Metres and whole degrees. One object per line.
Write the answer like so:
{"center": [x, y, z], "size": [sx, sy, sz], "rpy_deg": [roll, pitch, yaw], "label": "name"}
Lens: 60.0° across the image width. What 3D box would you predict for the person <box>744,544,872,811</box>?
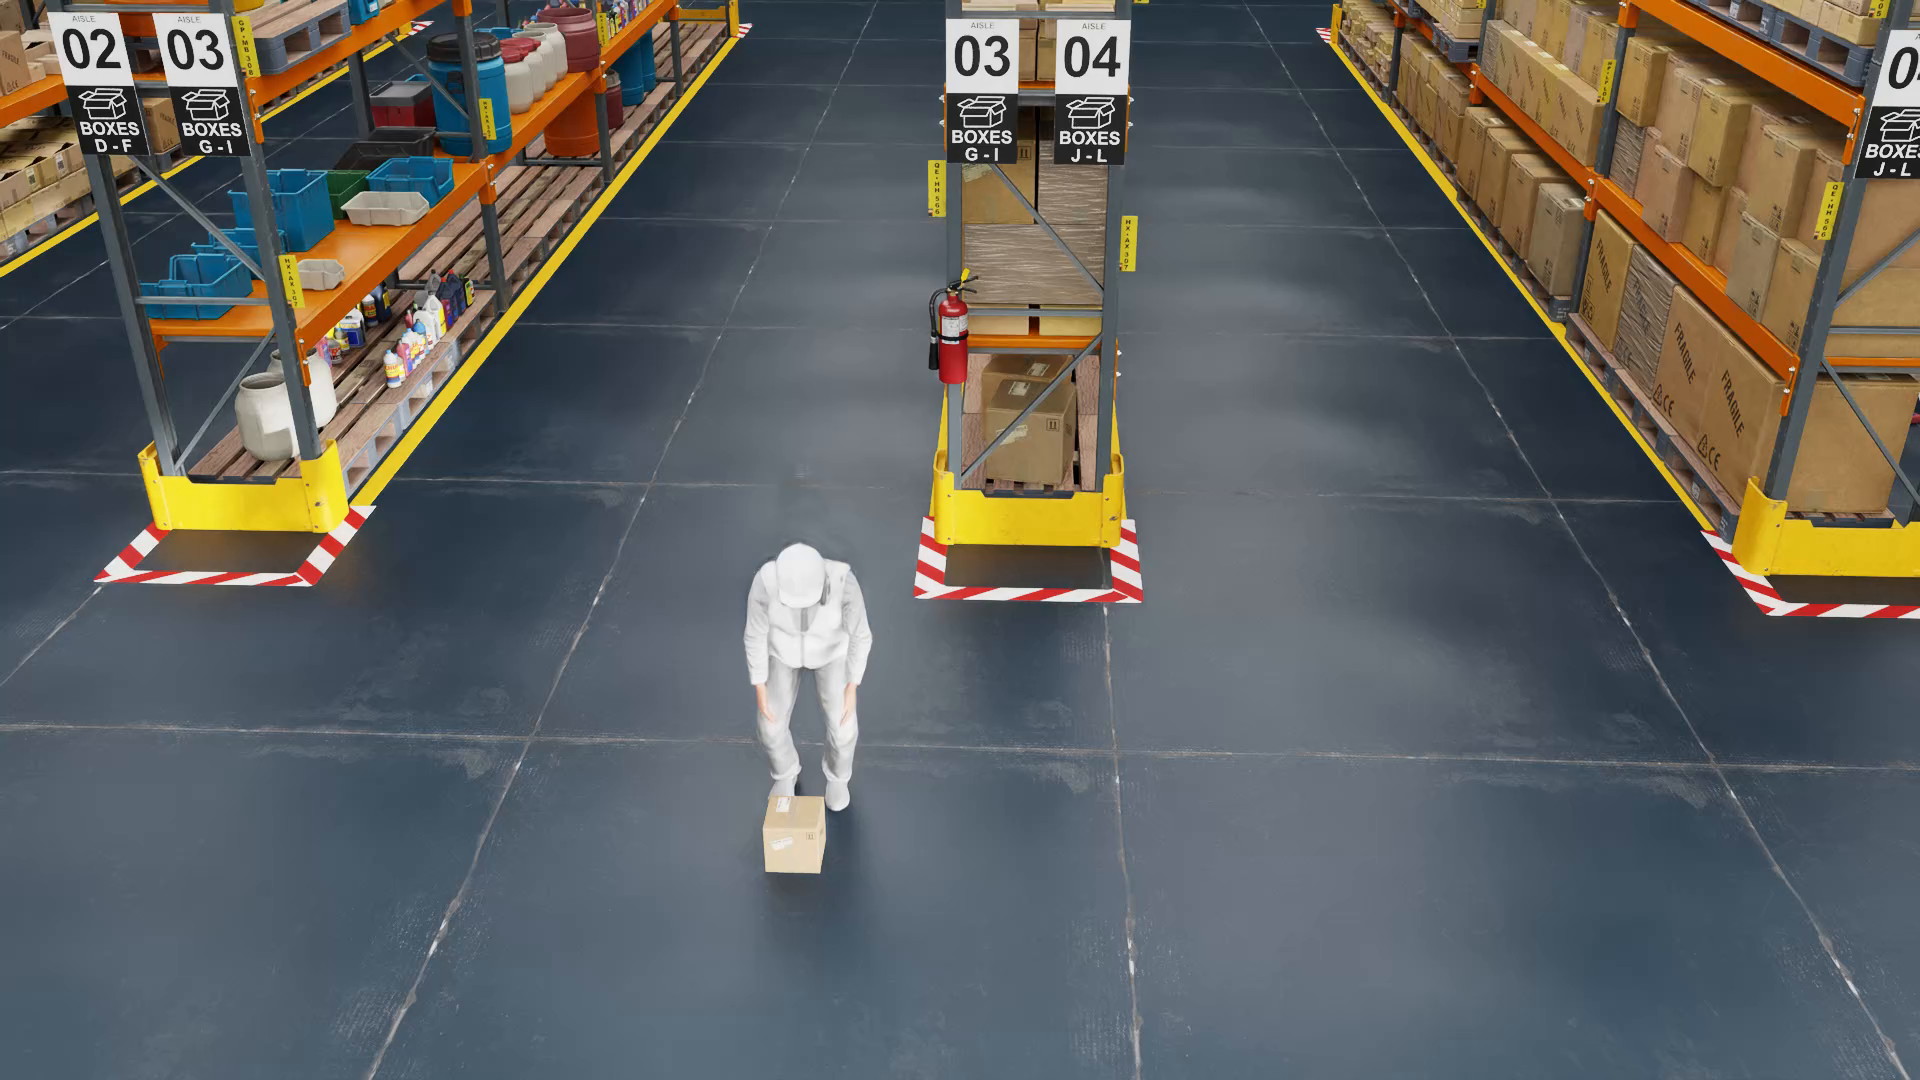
{"center": [-0.696, 0.587, 7.772], "size": [0.590, 1.506, 0.714], "rpy_deg": [1, 28, 2], "label": "person"}
